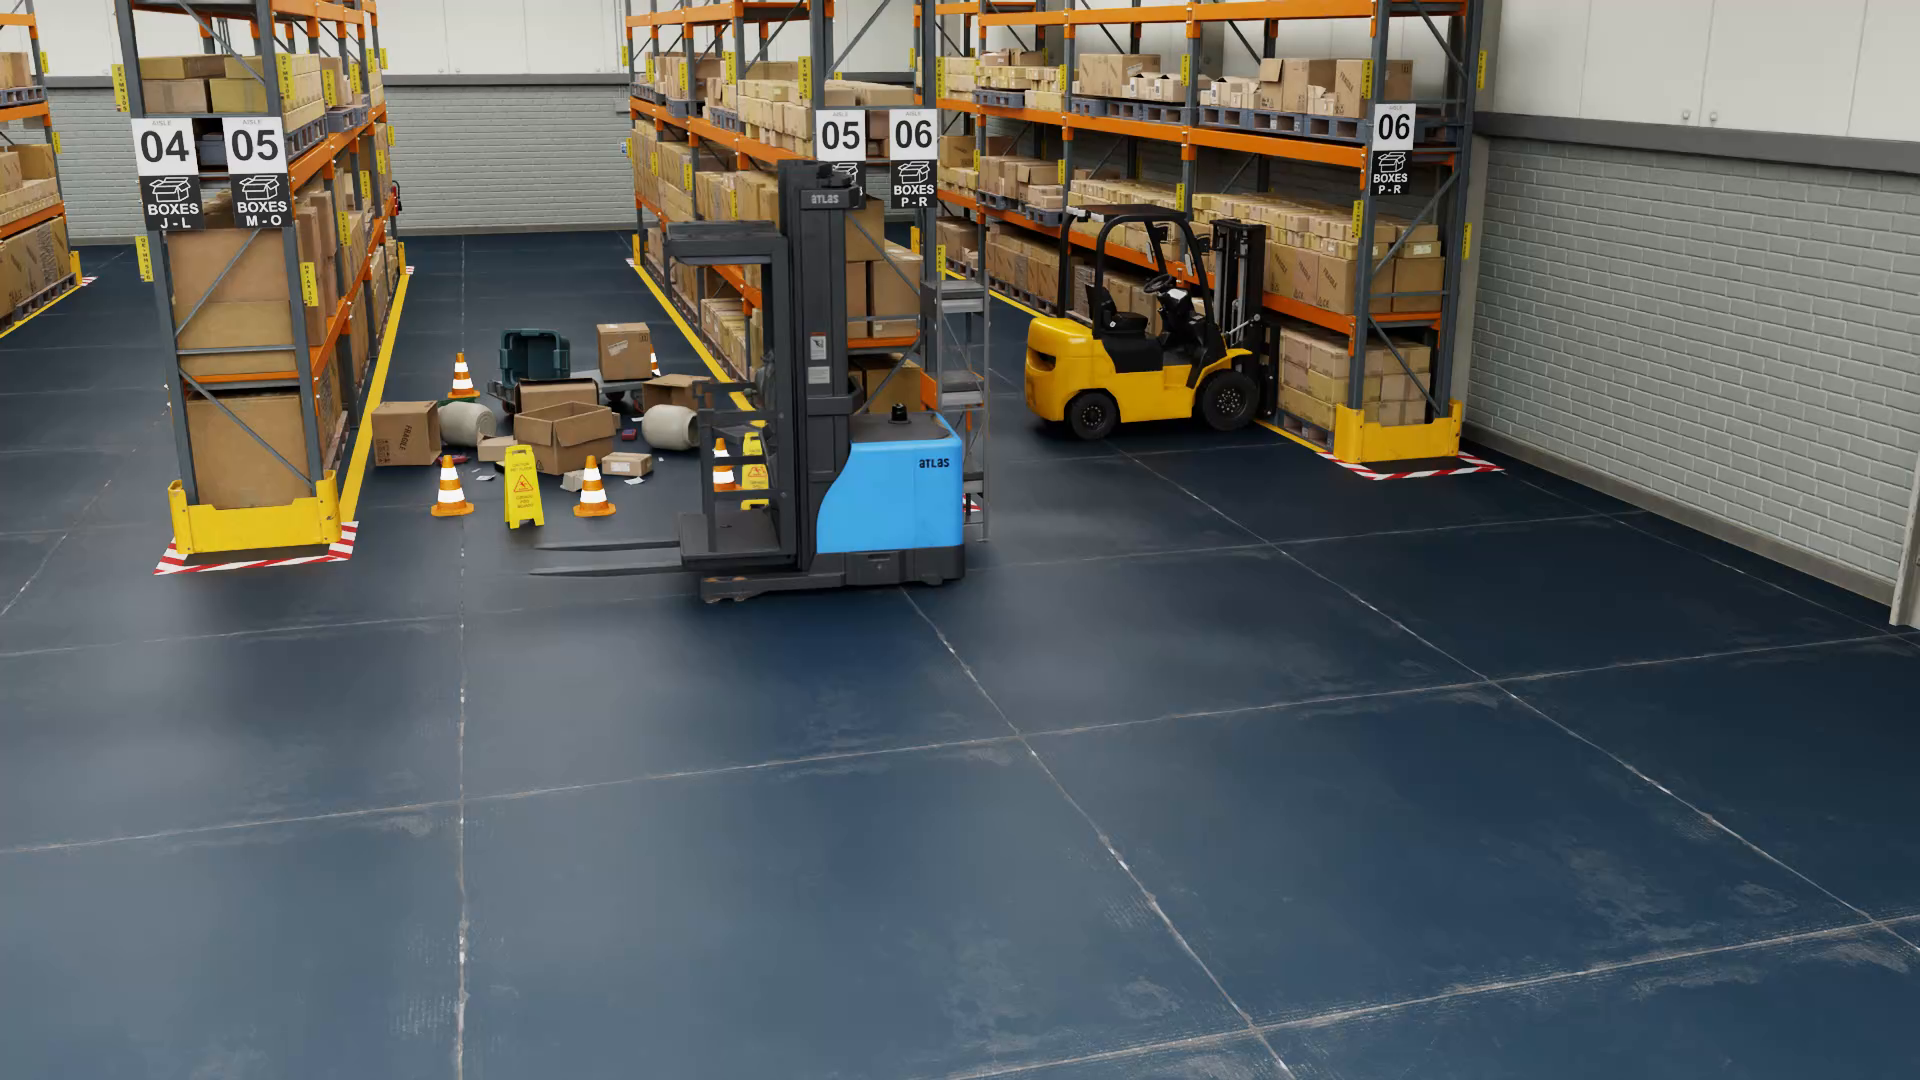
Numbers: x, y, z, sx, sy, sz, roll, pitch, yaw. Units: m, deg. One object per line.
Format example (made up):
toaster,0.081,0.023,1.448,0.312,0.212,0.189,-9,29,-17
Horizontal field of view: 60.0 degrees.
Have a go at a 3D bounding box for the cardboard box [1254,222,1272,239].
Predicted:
cardboard box,3.222,-3.164,16.969,0.380,0.149,0.250,-5,17,-16

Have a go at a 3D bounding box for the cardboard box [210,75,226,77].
cardboard box,-6.100,-3.571,13.252,0.500,0.250,0.500,-5,17,-16

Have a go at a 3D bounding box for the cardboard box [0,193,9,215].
cardboard box,-13.395,-4.601,22.797,0.500,0.250,0.500,-5,17,-16

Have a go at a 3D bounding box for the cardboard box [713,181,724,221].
cardboard box,-2.556,-3.876,19.221,0.500,0.500,0.500,-5,18,-17

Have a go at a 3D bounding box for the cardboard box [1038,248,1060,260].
cardboard box,1.339,-4.107,23.898,0.380,0.149,0.250,-4,17,-14

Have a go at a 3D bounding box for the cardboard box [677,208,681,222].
cardboard box,-3.557,-4.384,22.595,0.500,0.250,0.500,-5,17,-16

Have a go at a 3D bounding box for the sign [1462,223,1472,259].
sign,4.616,-2.732,15.189,0.100,0.325,0.005,-5,17,-15

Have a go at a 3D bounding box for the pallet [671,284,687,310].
pallet,-3.704,-3.620,24.636,1.003,0.211,1.213,-5,17,-15

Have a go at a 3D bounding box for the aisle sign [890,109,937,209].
aisle sign,-0.376,-3.096,13.525,0.394,0.787,0.004,-5,17,-15

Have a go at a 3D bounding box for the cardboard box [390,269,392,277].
cardboard box,-8.907,-4.061,25.483,0.380,0.149,0.250,-5,17,-17

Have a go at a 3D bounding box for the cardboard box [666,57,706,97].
cardboard box,-3.653,-6.206,22.282,0.500,0.500,0.500,-5,17,-15

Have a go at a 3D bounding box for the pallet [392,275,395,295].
pallet,-9.278,-3.929,25.665,1.003,0.211,1.213,-5,17,-15

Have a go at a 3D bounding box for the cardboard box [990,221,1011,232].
cardboard box,0.684,-4.898,26.014,0.380,0.149,0.250,-5,17,-16

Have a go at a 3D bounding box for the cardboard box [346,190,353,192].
cardboard box,-7.638,-4.220,20.459,0.380,0.149,0.250,-5,17,-17

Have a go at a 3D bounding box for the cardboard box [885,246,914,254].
cardboard box,-0.700,-2.330,14.803,0.500,0.500,0.500,-4,17,-14

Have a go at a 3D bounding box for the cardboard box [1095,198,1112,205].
cardboard box,2.032,-4.191,21.080,0.500,0.250,0.500,-5,17,-17

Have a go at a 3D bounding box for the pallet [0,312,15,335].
pallet,-13.233,-2.836,22.027,1.003,0.211,1.213,-5,17,-15

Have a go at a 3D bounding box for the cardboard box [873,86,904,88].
cardboard box,-0.687,-3.798,14.220,0.380,0.149,0.250,-5,17,-15

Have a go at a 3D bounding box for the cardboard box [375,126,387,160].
cardboard box,-9.164,-6.129,25.713,0.500,0.500,0.500,-4,17,-12

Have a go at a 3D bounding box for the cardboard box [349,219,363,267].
cardboard box,-6.966,-3.305,18.567,0.500,0.500,0.500,-5,17,-16

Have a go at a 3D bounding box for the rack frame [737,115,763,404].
rack frame,-1.790,-2.950,17.558,1.000,3.000,0.127,-5,17,-15

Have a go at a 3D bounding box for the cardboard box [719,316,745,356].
cardboard box,-2.330,-2.428,19.659,0.950,0.372,0.625,-4,17,-13

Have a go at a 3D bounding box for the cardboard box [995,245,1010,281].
cardboard box,0.855,-4.262,25.542,0.500,0.500,0.500,-5,17,-16

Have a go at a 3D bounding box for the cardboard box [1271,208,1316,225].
cardboard box,3.352,-3.244,16.720,0.380,0.149,0.250,-4,17,-14

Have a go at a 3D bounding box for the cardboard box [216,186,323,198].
cardboard box,-6.454,-3.015,15.637,0.875,0.550,0.550,-5,17,-15

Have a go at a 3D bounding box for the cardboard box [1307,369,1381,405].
cardboard box,3.646,-1.470,15.814,0.500,0.250,0.500,-5,17,-16

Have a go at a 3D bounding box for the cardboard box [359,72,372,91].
cardboard box,-8.622,-6.500,23.554,0.500,0.250,0.500,-4,17,-13

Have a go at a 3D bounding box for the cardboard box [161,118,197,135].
cardboard box,-5.840,-3.055,12.226,0.380,0.149,0.250,-5,17,-15

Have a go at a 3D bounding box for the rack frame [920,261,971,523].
rack frame,-0.113,-1.119,13.027,0.400,2.100,0.015,-5,17,-15

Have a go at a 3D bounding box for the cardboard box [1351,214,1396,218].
cardboard box,4.014,-3.064,16.121,0.380,0.149,0.250,-5,17,-15

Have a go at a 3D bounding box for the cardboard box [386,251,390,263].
cardboard box,-8.837,-4.270,25.144,0.380,0.149,0.250,-4,17,-14

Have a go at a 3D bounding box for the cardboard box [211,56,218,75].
cardboard box,-6.261,-3.860,13.520,0.380,0.149,0.250,-5,17,-15

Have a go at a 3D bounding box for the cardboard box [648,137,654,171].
cardboard box,-4.516,-5.939,25.598,0.500,0.500,0.500,-5,17,-16

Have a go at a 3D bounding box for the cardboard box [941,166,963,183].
cardboard box,-0.009,-6.167,28.013,0.500,0.250,0.500,-5,17,-17

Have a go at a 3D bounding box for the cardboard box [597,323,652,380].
cardboard box,-3.494,-1.966,17.313,0.500,0.500,0.500,-5,17,-15

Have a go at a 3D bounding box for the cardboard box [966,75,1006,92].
cardboard box,0.409,-7.177,26.161,0.500,0.250,0.500,-5,17,-15

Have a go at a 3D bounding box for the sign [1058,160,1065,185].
sign,1.363,-4.921,22.245,0.100,0.325,0.005,-5,17,-15

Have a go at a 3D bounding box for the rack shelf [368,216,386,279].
rack shelf,-8.171,-3.846,21.791,1.077,0.370,4.000,-5,17,-15

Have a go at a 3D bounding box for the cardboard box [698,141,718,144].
cardboard box,-3.625,-5.586,24.422,0.500,0.500,0.500,-4,17,-13

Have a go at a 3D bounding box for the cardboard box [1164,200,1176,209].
cardboard box,2.585,-3.849,19.250,0.380,0.149,0.250,-5,17,-16

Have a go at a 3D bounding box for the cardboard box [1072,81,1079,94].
cardboard box,1.686,-5.903,21.678,0.380,0.166,0.250,-5,17,-15

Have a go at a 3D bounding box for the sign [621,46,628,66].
sign,-5.623,-8.120,27.899,0.100,0.325,0.005,-5,17,-15

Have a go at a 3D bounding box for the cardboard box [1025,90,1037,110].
cardboard box,1.231,-6.215,23.474,0.500,0.250,0.500,-5,17,-15

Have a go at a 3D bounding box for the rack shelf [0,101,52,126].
rack shelf,-14.067,-6.024,23.831,1.077,0.370,4.000,-5,17,-15

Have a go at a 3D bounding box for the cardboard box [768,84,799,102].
cardboard box,-1.522,-4.033,15.002,0.380,0.149,0.250,-4,17,-14

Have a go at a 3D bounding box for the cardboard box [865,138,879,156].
cardboard box,-0.628,-3.343,14.089,0.380,0.149,0.250,-5,18,-17

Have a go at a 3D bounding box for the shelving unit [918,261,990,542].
shelving unit,-0.045,-1.051,12.802,0.431,2.100,0.503,-5,17,-15

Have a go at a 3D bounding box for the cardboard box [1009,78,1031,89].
cardboard box,0.929,-6.584,23.976,0.380,0.149,0.250,-4,17,-14

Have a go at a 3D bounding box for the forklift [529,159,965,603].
forklift,-1.532,-1.134,11.632,3.031,2.935,1.130,-3,17,-10

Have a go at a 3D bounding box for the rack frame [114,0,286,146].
rack frame,-5.423,-4.297,11.616,1.000,3.000,0.127,-5,17,-15

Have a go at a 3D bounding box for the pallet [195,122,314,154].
pallet,-5.976,-3.361,13.866,1.003,0.211,1.213,-5,17,-15

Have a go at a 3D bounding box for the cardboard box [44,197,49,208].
cardboard box,-13.993,-5.082,25.094,0.380,0.149,0.250,-4,17,-14

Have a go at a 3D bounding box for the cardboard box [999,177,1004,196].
cardboard box,0.795,-5.278,24.814,0.396,0.266,0.258,-4,17,-13

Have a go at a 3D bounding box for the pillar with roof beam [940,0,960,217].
pillar with roof beam,-4.330,-10.013,30.642,9.100,9.000,0.400,-5,17,-15

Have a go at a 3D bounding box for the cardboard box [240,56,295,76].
cardboard box,-5.416,-3.699,12.985,0.380,0.149,0.250,-5,17,-15
